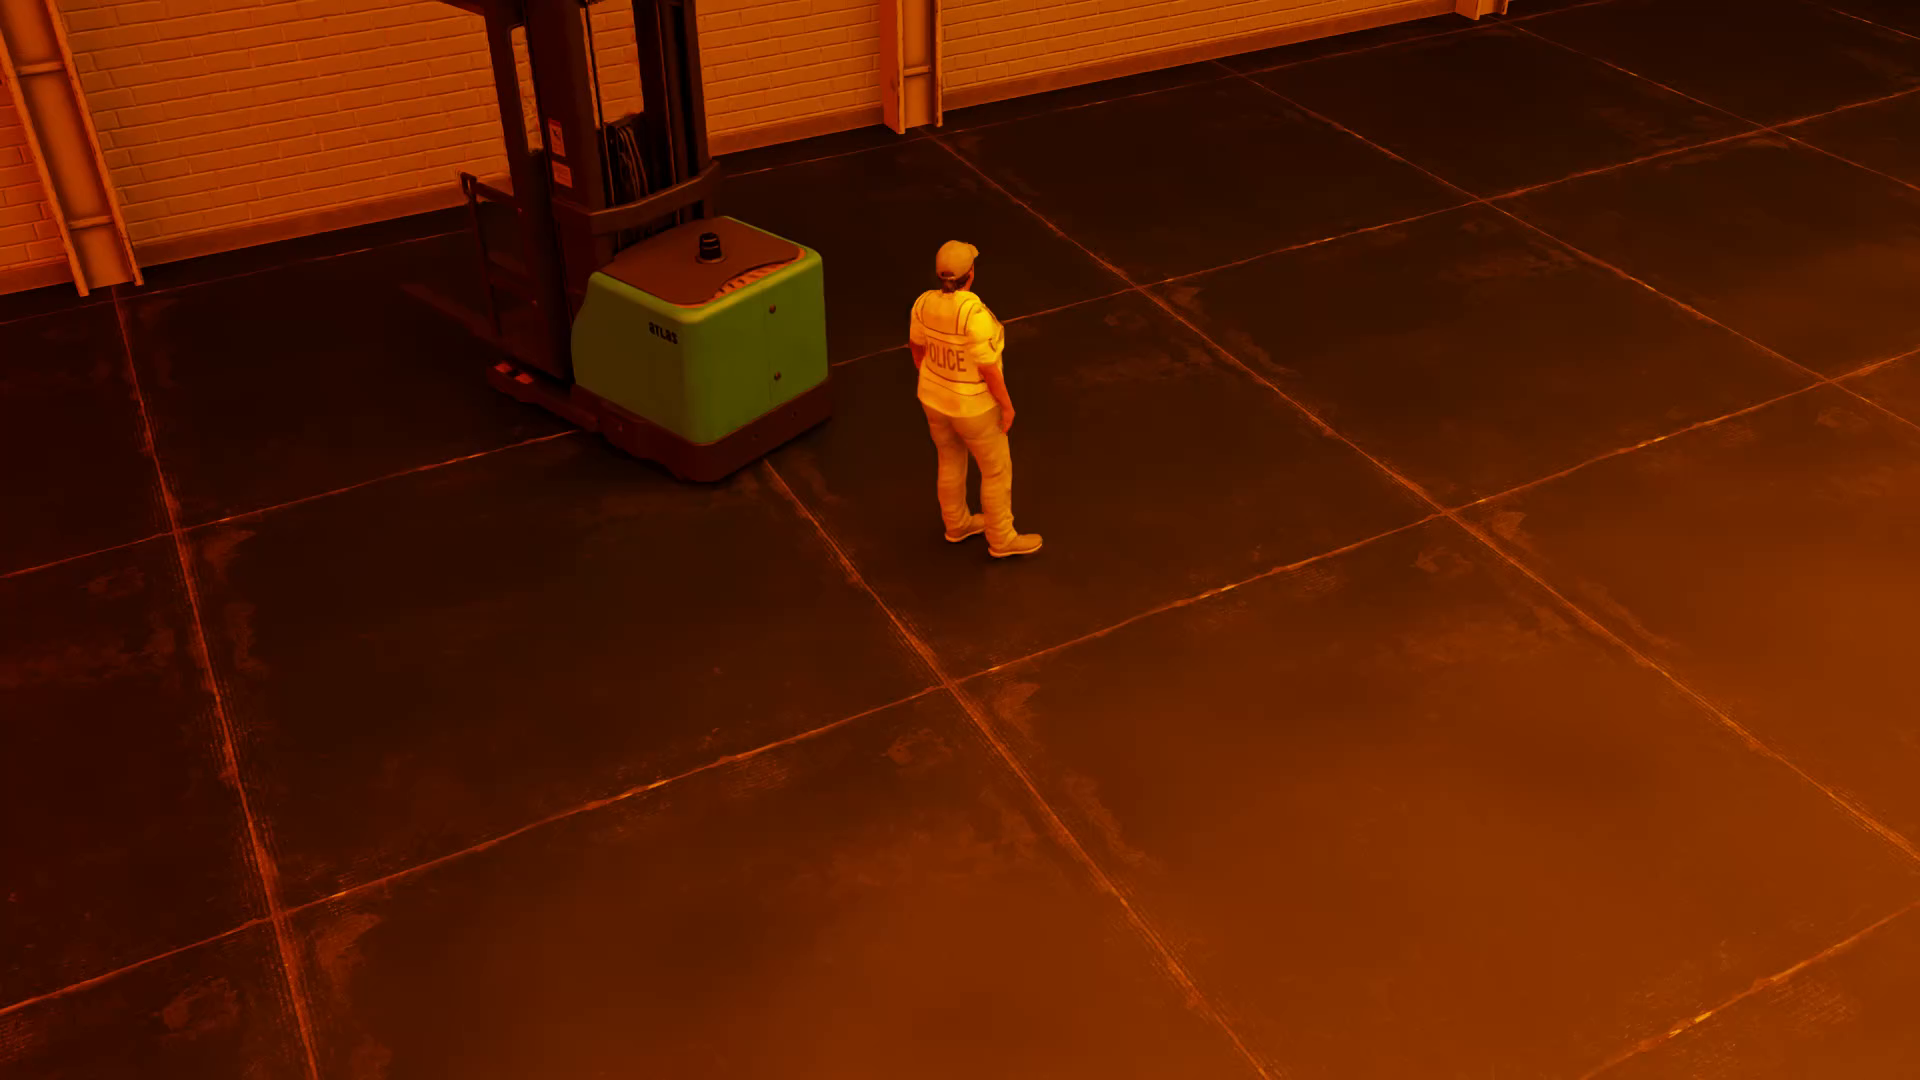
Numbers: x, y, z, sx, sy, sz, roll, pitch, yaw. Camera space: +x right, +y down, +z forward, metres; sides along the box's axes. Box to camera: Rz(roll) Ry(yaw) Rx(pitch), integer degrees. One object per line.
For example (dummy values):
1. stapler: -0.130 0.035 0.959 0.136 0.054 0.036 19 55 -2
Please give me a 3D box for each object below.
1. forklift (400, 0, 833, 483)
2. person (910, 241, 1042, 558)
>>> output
1. forklift: -2.185 -2.216 9.258 3.031 2.935 1.130 26 43 32
2. person: 0.056 -0.686 8.191 0.670 1.673 0.420 25 42 31
